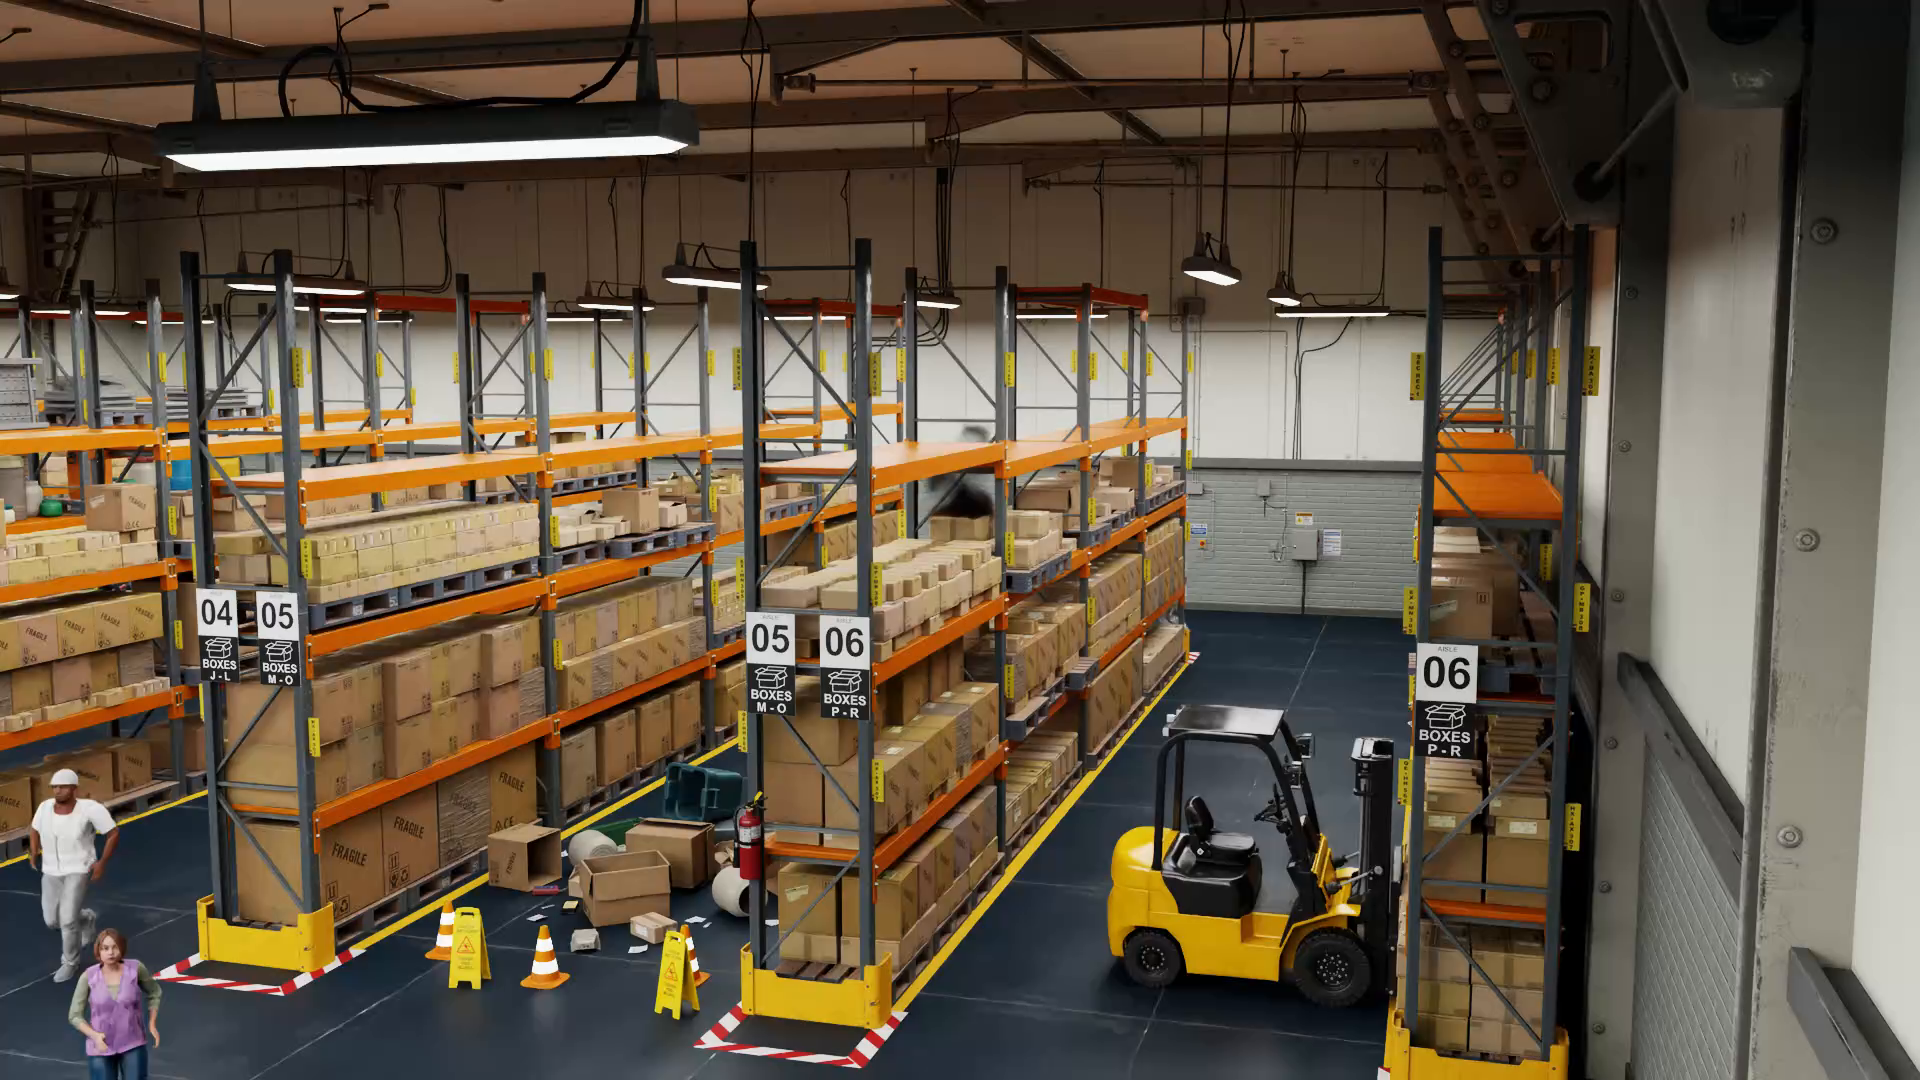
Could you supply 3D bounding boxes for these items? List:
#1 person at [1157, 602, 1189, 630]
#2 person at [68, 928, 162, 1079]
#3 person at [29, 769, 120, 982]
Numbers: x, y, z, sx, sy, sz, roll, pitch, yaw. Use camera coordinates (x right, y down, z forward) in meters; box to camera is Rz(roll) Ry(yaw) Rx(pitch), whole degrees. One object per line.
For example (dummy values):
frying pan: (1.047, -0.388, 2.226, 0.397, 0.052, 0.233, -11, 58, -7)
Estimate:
person: (3.656, 1.029, 29.404, 0.715, 1.733, 0.625, -6, 9, -43)
person: (-5.342, 3.233, 10.553, 0.537, 1.546, 0.544, -3, 7, -27)
person: (-7.453, 2.765, 13.963, 0.729, 1.744, 0.651, 0, 6, 4)
